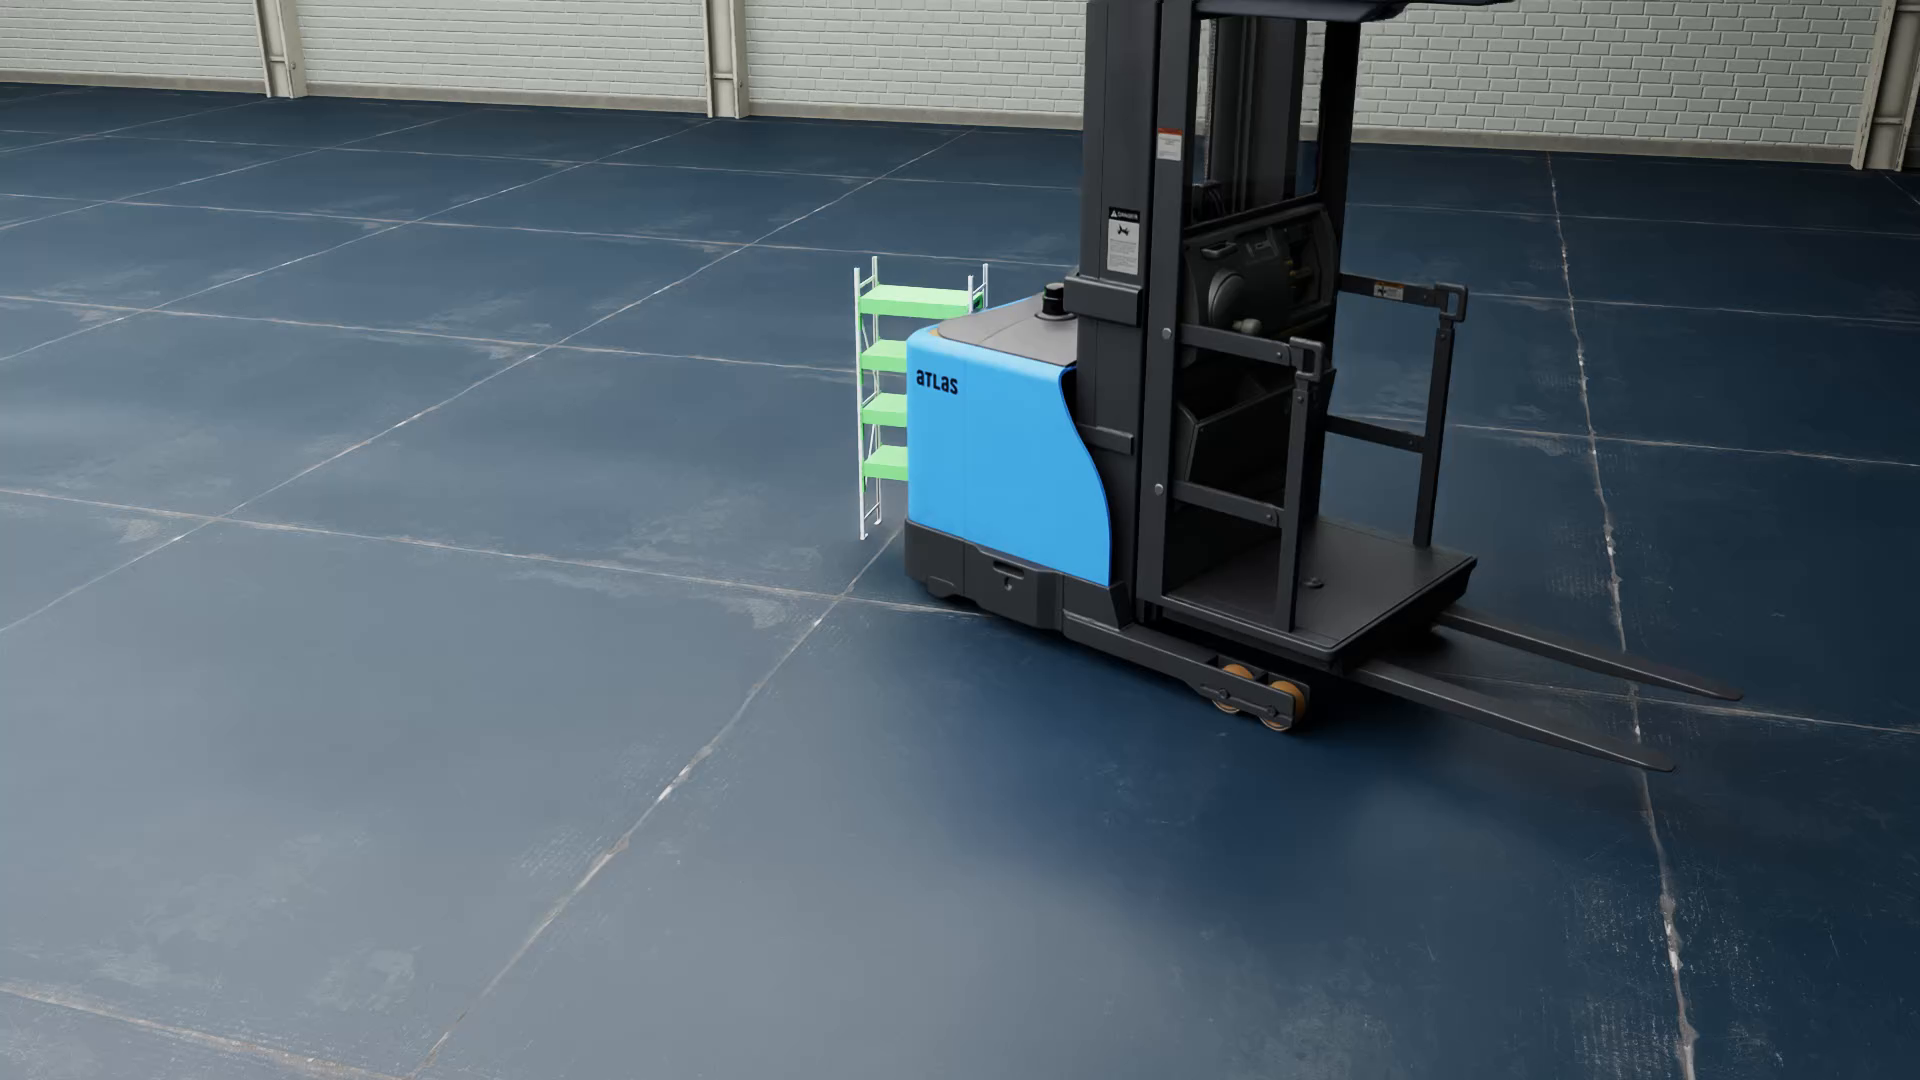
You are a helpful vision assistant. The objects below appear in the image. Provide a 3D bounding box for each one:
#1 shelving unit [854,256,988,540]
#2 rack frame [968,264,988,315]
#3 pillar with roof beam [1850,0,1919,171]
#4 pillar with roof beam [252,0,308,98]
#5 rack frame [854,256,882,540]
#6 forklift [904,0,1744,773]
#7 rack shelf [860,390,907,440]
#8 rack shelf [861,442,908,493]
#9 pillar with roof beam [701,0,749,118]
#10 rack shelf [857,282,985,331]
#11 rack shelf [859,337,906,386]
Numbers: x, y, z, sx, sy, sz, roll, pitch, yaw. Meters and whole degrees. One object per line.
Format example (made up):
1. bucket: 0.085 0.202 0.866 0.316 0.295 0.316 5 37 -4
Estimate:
1. shelving unit: -0.158 -0.573 7.087 0.503 1.200 0.258 7 23 16
2. rack frame: 0.075 -0.547 7.021 0.015 1.200 0.240 7 23 16
3. pillar with roof beam: 7.574 -6.186 10.494 0.400 9.000 9.100 7 23 16
4. pillar with roof beam: -9.658 -8.159 15.304 0.400 9.000 9.100 7 23 16
5. rack frame: -0.392 -0.600 7.152 0.015 1.200 0.240 7 23 16
6. forklift: 1.216 -0.929 5.674 3.031 2.935 1.130 18 29 38
7. rack shelf: -0.158 -0.514 7.111 0.480 0.148 0.258 7 23 16
8. rack shelf: -0.158 -0.292 7.202 0.480 0.148 0.258 7 23 16
9. pillar with roof beam: -3.914 -7.502 13.701 0.400 9.000 9.100 7 23 16
10. rack shelf: -0.158 -0.958 6.929 0.480 0.148 0.258 7 23 16
11. rack shelf: -0.158 -0.736 7.020 0.480 0.148 0.258 7 23 16
